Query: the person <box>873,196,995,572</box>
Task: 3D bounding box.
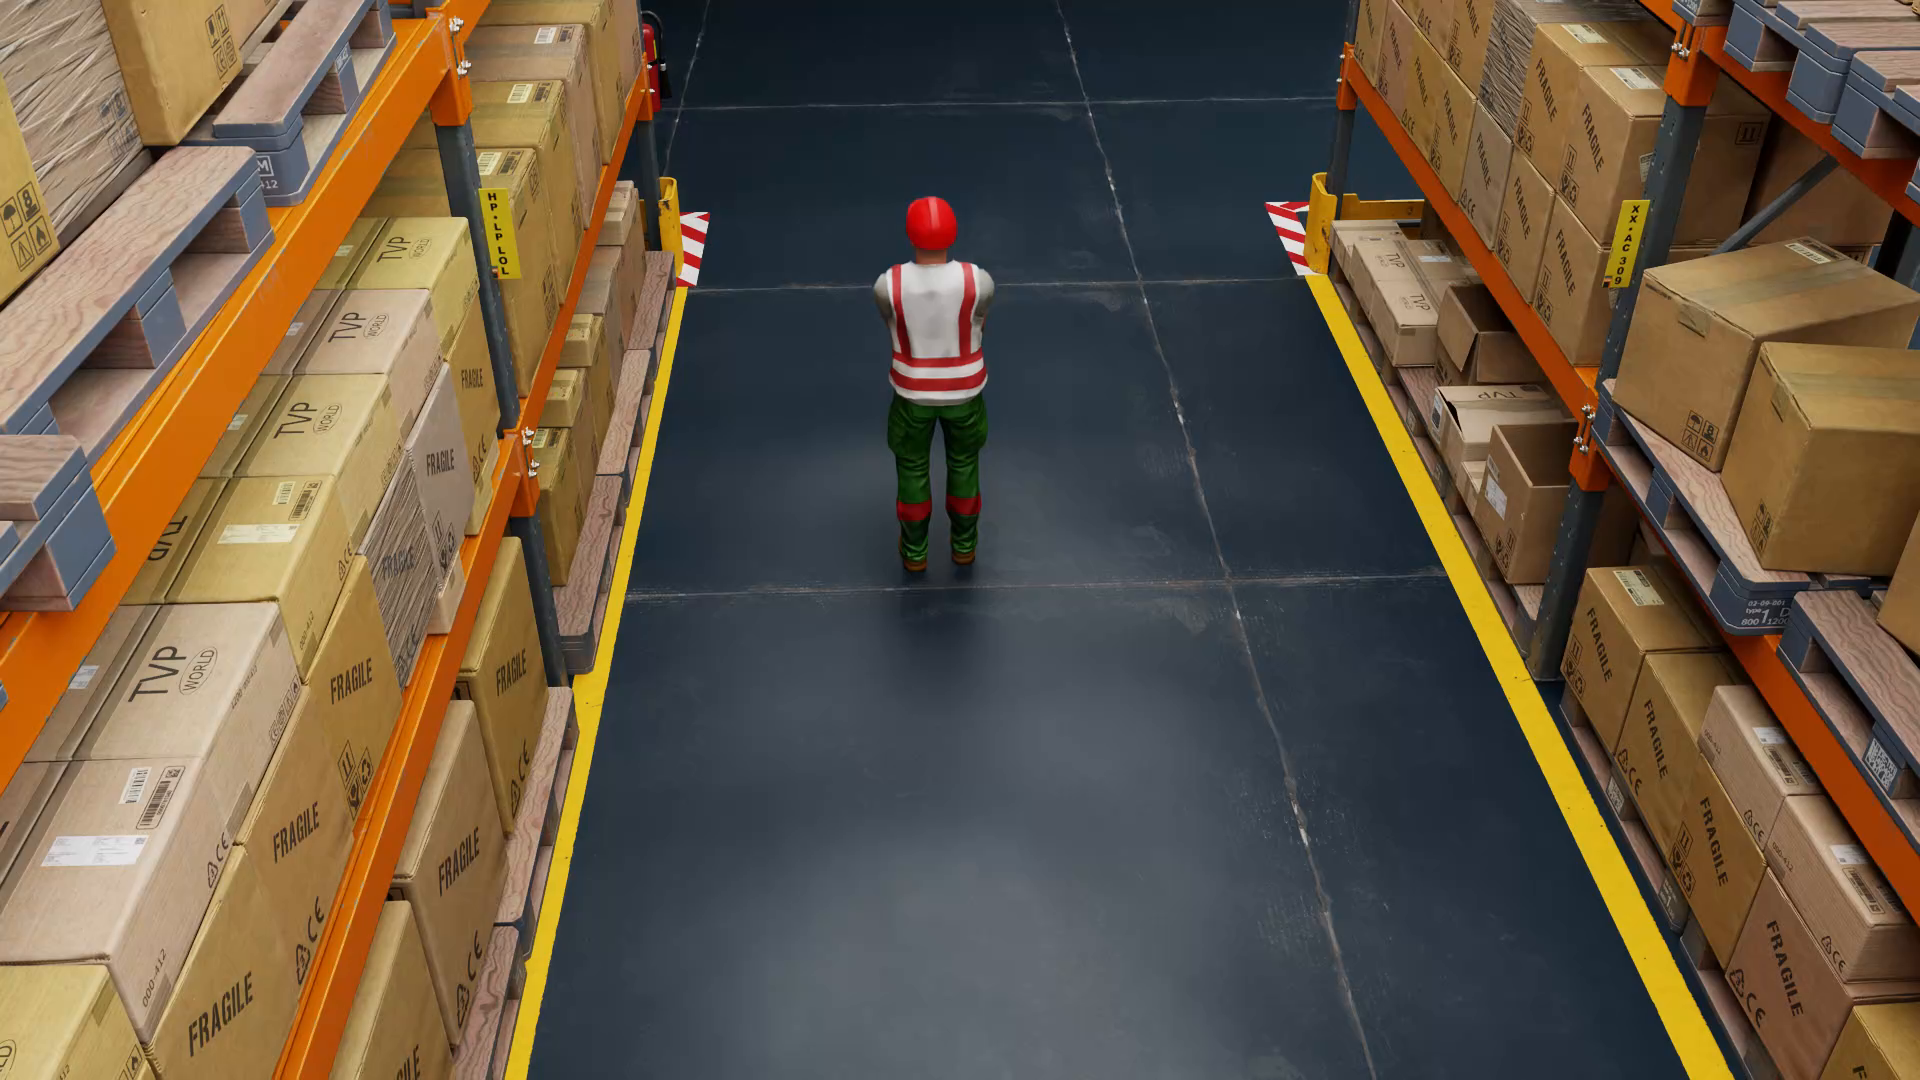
[{"bbox_3d":[-0.108,-0.701,7.133,0.493,1.782,0.570,-1,35,-1],"label":"person"}]
